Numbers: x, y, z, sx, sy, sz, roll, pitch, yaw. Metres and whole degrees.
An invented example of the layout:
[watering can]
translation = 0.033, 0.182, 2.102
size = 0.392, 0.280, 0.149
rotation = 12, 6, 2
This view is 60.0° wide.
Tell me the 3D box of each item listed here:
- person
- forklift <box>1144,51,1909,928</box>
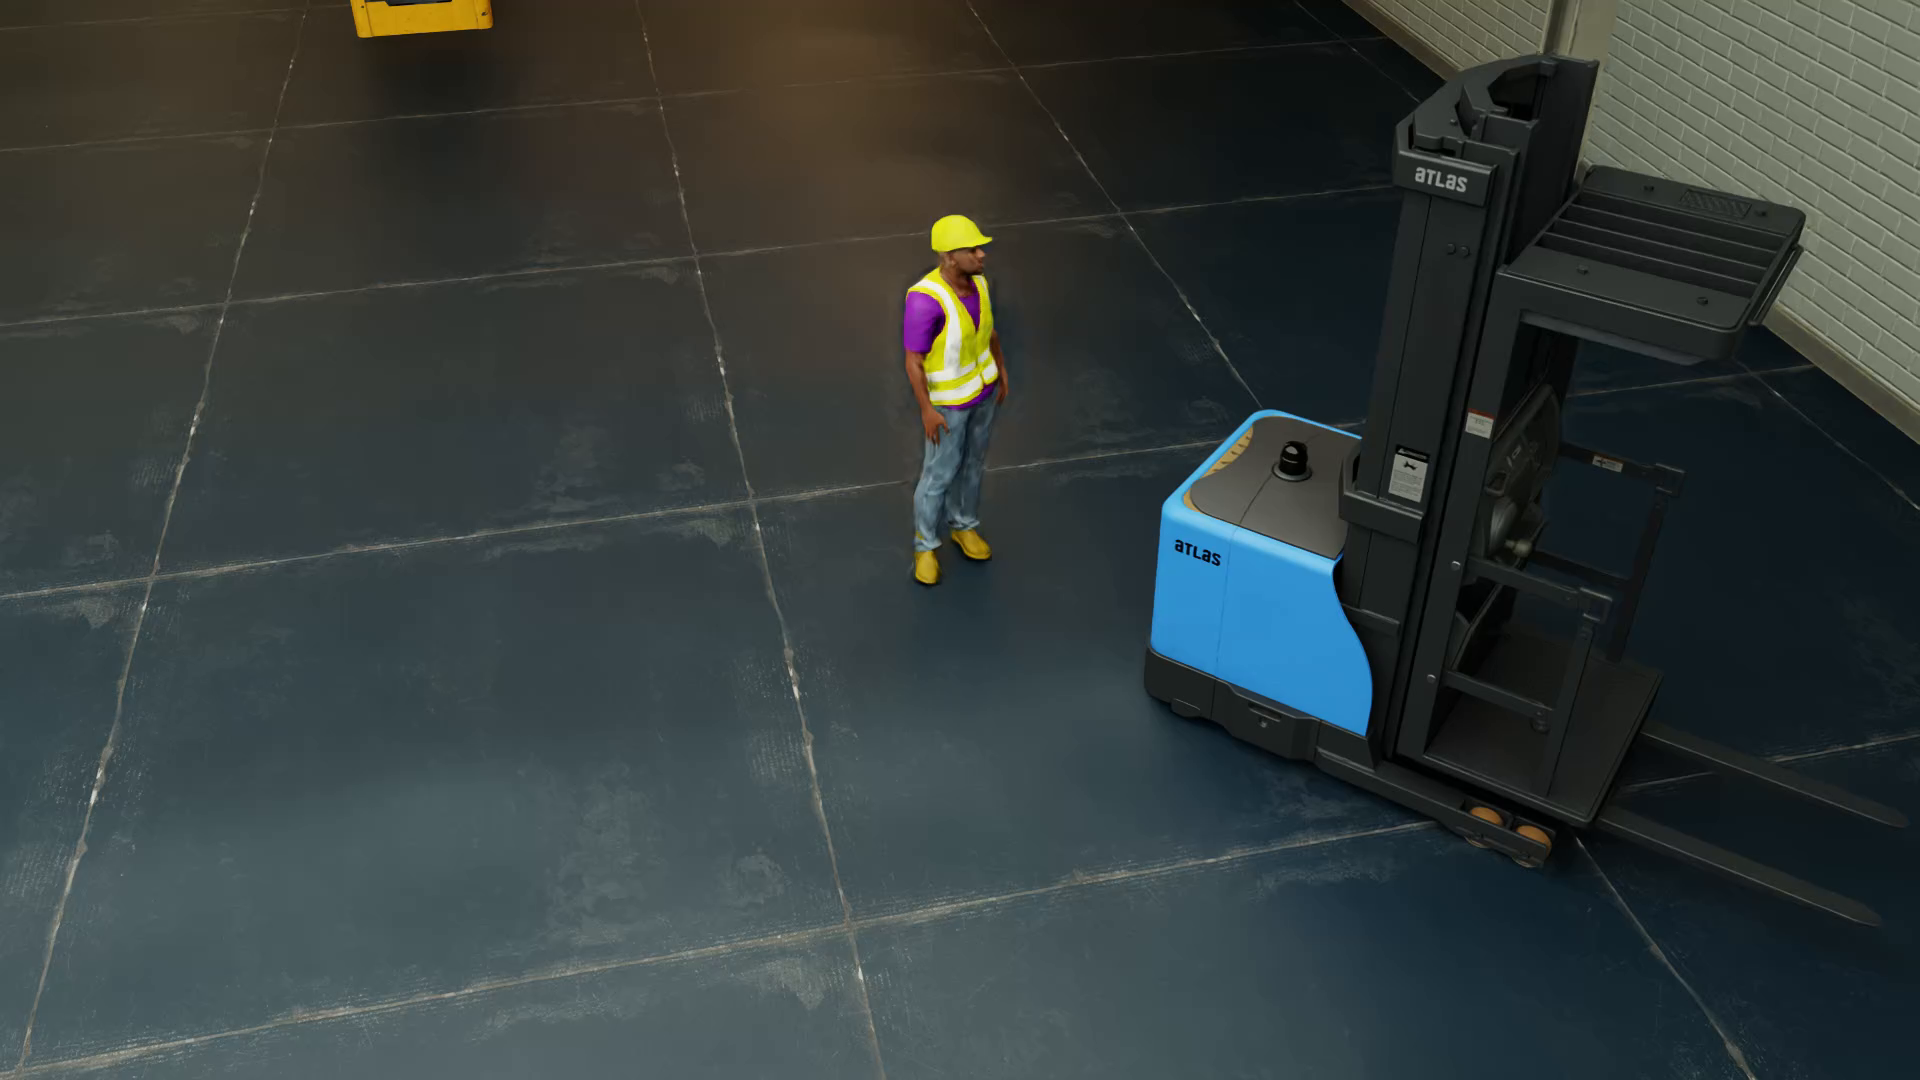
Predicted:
[person]
translation = -0.022, -0.689, 7.999
size = 0.444, 1.768, 0.752
rotation = 22, 41, 27
[forklift]
translation = 2.341, -0.223, 6.360
size = 3.031, 2.935, 1.130
rotation = 21, 41, 27
